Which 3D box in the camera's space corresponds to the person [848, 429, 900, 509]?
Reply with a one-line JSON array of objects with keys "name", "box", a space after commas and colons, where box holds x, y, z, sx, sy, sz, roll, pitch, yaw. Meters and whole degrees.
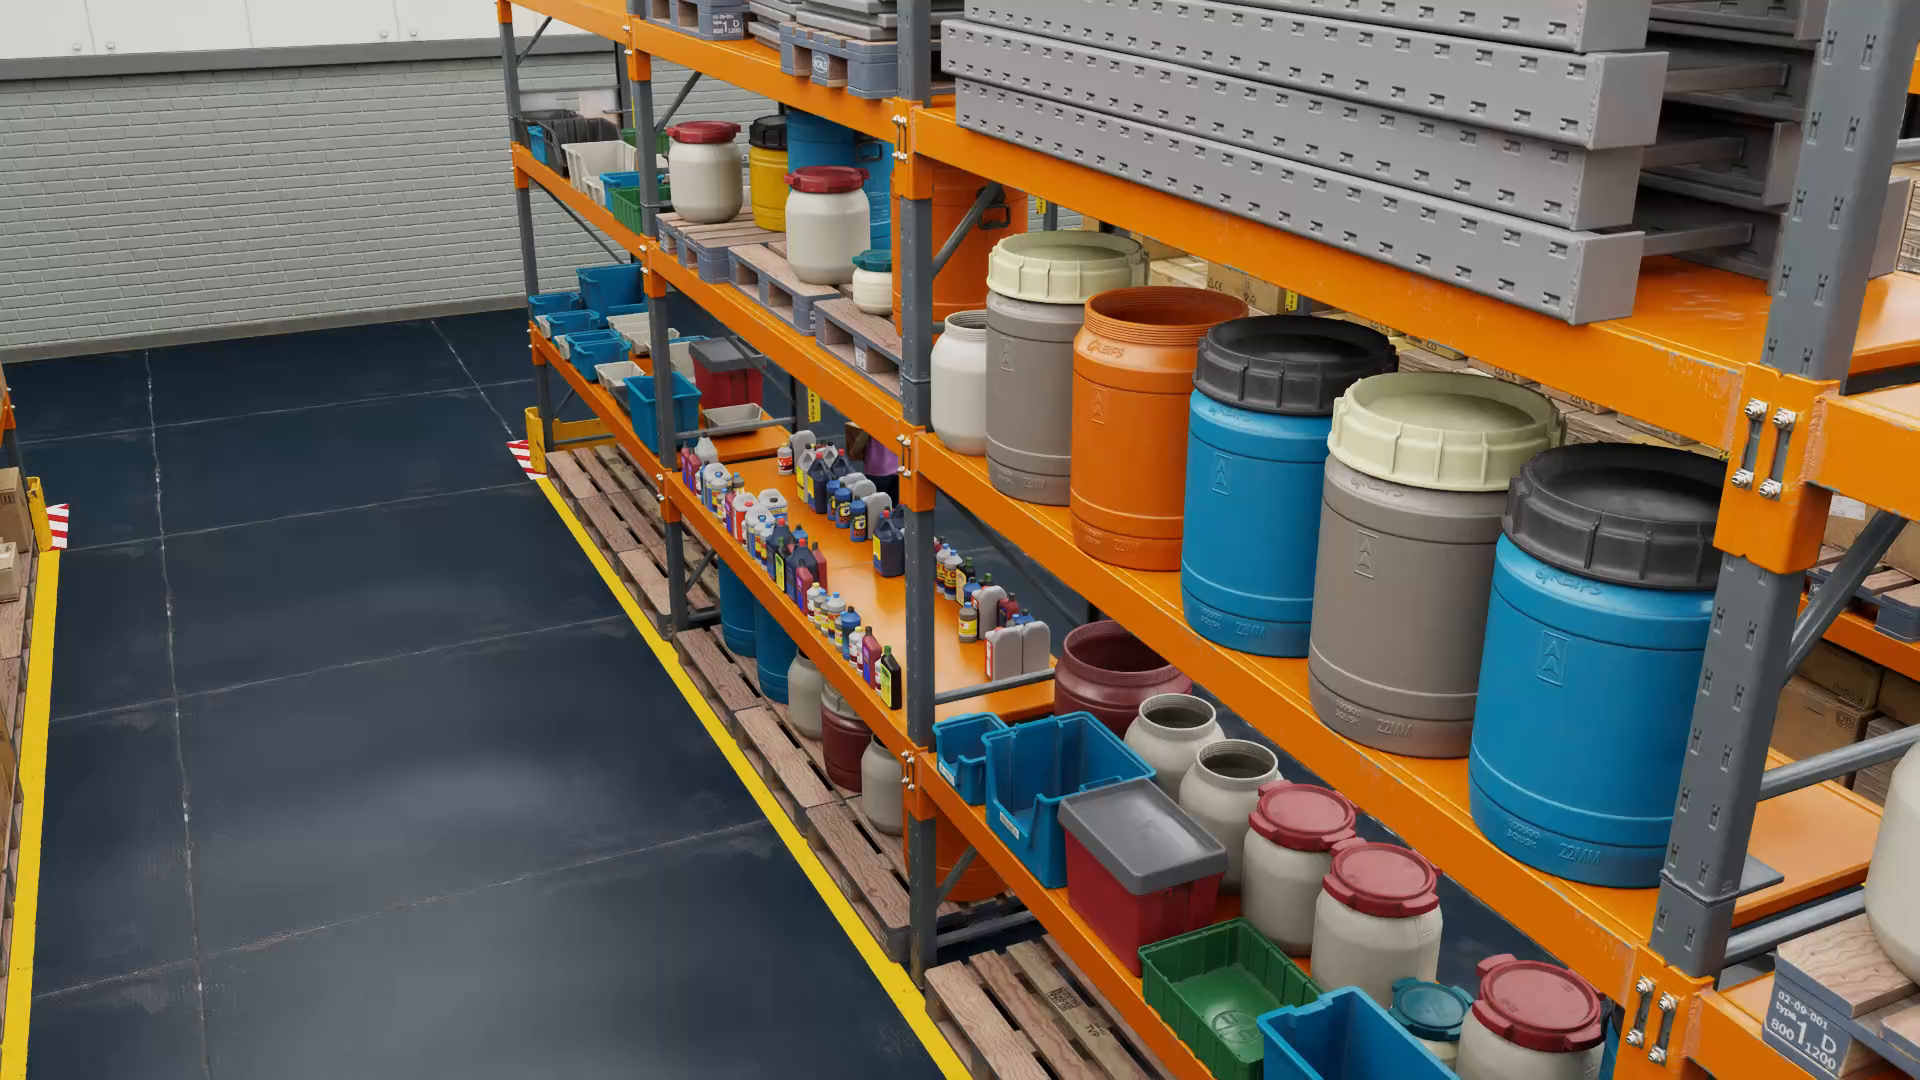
[{"name": "person", "box": [-0.590, -0.520, 12.273, 0.408, 1.576, 0.495, -14, 26, -30]}]
